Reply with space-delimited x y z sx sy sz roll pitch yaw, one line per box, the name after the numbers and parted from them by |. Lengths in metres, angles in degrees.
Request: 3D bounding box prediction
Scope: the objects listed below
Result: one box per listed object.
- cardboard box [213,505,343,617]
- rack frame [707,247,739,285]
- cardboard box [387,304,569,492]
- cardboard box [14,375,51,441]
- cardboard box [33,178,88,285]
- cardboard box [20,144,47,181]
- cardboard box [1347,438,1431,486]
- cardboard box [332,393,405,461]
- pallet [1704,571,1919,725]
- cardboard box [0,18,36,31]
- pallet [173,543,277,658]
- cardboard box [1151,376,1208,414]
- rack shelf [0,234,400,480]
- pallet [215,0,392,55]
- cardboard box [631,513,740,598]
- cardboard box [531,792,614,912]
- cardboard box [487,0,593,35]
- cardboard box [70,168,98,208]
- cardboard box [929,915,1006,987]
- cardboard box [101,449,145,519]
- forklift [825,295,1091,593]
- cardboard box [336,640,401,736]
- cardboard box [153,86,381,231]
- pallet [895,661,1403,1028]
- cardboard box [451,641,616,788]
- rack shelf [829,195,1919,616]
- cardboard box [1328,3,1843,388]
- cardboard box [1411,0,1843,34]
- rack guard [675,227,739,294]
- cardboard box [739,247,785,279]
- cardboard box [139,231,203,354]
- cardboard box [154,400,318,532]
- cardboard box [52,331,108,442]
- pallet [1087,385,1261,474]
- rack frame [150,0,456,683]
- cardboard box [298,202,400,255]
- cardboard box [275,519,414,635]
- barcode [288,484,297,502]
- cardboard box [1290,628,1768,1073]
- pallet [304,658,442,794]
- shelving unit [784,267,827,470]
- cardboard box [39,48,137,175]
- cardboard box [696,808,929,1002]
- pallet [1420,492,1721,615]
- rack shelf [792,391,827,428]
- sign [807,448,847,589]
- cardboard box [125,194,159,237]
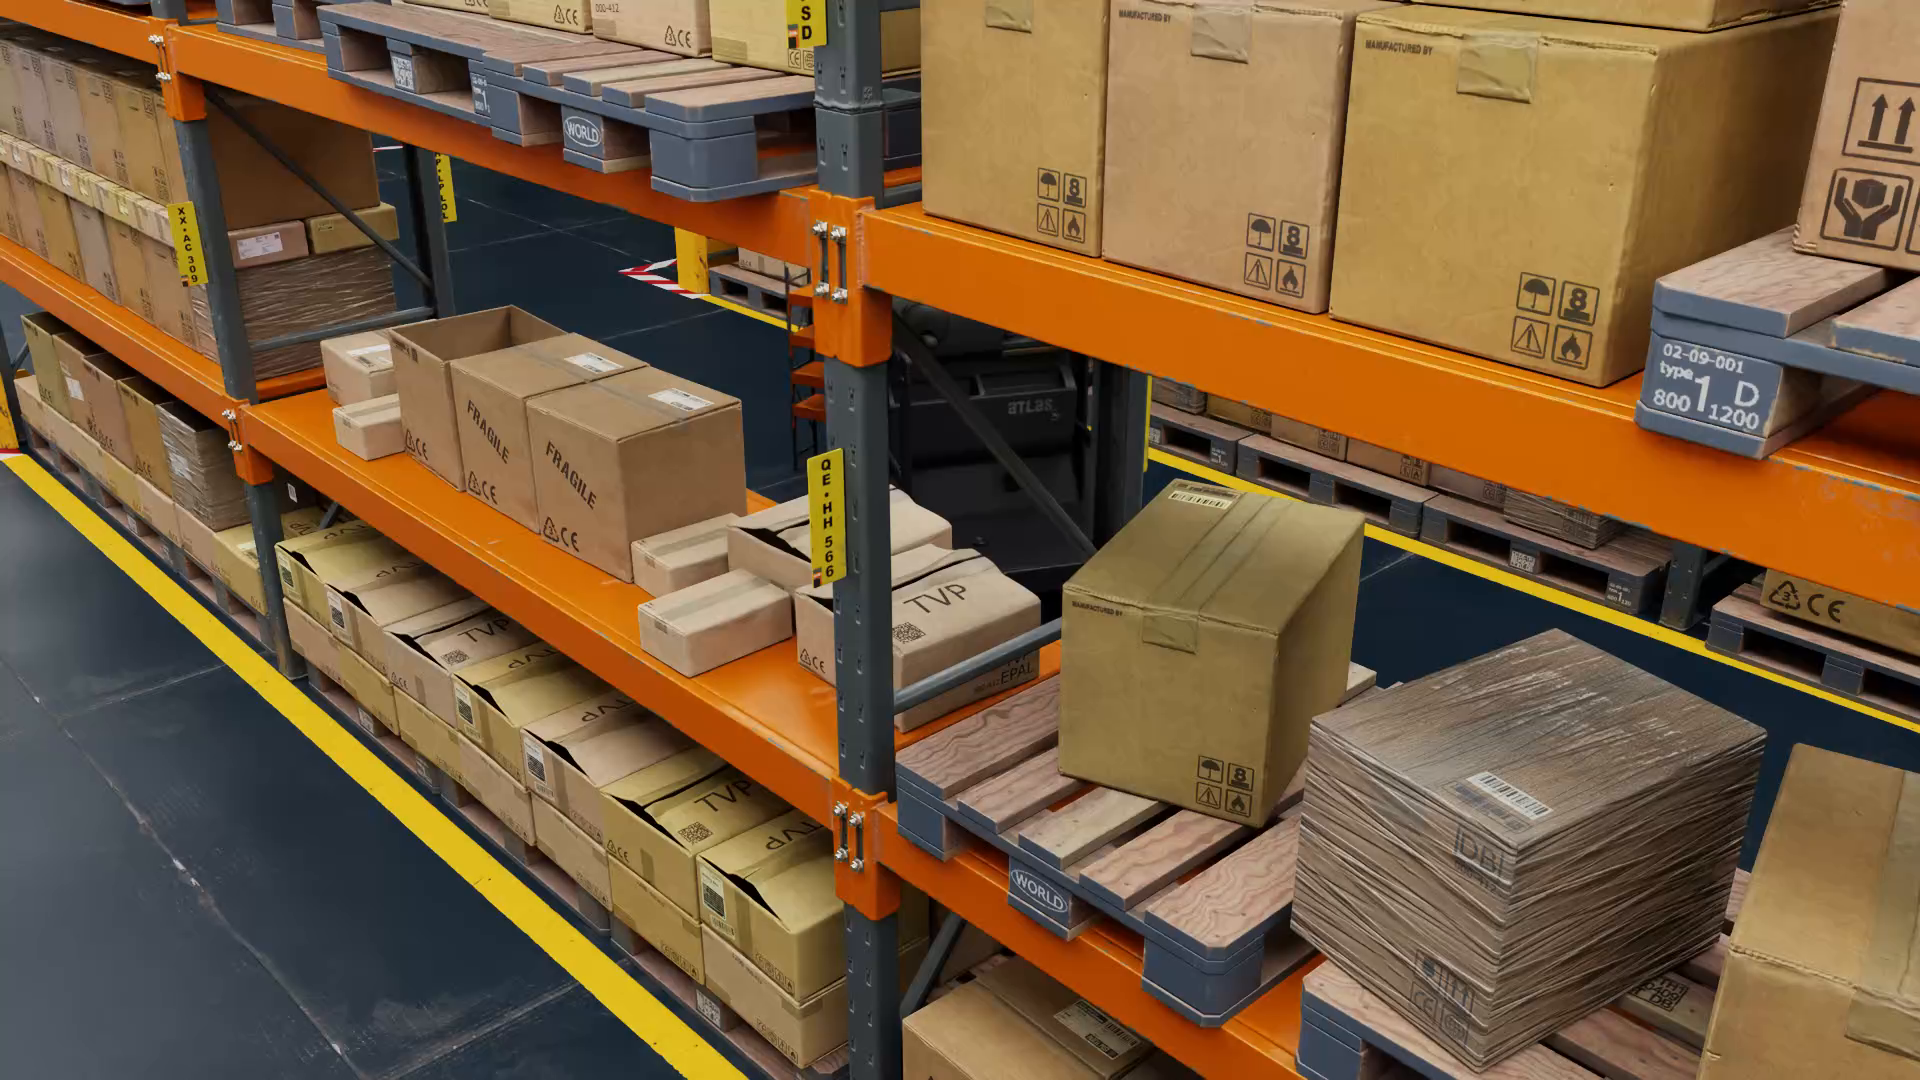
-3.114 0.090 7.747 0.500 0.250 0.500 -21 32 -38 | cardboard box
-1.758 -3.510 12.830 1.000 3.000 0.127 -21 32 -38 | rack frame
-1.765 -0.540 6.200 0.500 0.500 0.500 -19 30 -35 | cardboard box
-5.168 -0.818 9.736 0.500 0.250 0.500 -21 32 -38 | cardboard box
-4.364 -1.694 8.730 0.700 0.500 0.500 -21 32 -38 | cardboard box
-4.554 -1.952 8.513 0.250 0.149 0.380 23 33 40 | cardboard box
2.552 -0.684 9.117 0.700 0.500 0.500 -21 32 -39 | cardboard box
-2.181 -0.451 6.428 0.380 0.149 0.250 -21 32 -38 | cardboard box
4.193 0.442 7.526 1.003 0.211 1.213 -21 32 -38 | pallet
-5.026 -2.578 9.104 0.700 0.500 0.500 -21 32 -38 | cardboard box
-3.151 0.124 8.224 1.003 0.211 1.213 -21 32 -38 | pallet
1.491 -1.143 10.123 0.700 0.500 0.500 -20 31 -37 | cardboard box
-4.005 -1.171 8.569 1.077 0.370 4.000 -21 32 -38 | rack shelf
-2.025 -1.906 5.930 1.217 0.209 0.805 22 33 40 | pallet
-0.817 0.064 5.299 0.380 0.149 0.250 -18 30 -35 | cardboard box
-1.138 0.981 5.792 0.500 0.250 0.500 -20 31 -37 | cardboard box
-1.009 -1.619 4.746 0.500 0.250 0.500 -22 32 -39 | cardboard box
-4.030 -1.719 8.002 0.380 0.149 0.250 -20 31 -37 | cardboard box
-0.047 1.138 5.449 0.500 0.250 0.500 -21 32 -39 | cardboard box
-4.144 -0.363 8.739 0.500 0.250 0.500 -21 32 -38 | cardboard box
0.159 -1.059 7.540 1.130 2.935 3.031 -7 25 -15 | forklift
-2.195 0.516 6.812 0.500 0.250 0.500 -20 31 -37 | cardboard box
-2.946 -1.660 7.092 0.700 0.500 0.500 -21 32 -38 | cardboard box
0.611 0.593 4.068 1.213 0.211 1.003 -21 32 -38 | pallet
-1.485 0.574 6.009 0.500 0.311 0.500 -20 31 -37 | cardboard box
1.463 -0.111 2.633 1.077 0.370 4.000 -21 32 -38 | rack shelf
1.123 -0.656 2.838 0.910 0.500 0.500 -21 32 -38 | cardboard box
1.087 -1.102 2.613 0.500 0.500 0.500 -21 32 -38 | cardboard box
-1.706 -2.350 13.299 1.175 0.500 0.348 -21 32 -38 | rack guard
-1.351 -2.252 12.782 0.500 0.311 0.500 19 31 36 | cardboard box
-3.311 -1.228 7.707 0.700 0.500 0.500 -22 32 -39 | cardboard box
-3.448 -0.406 7.930 0.500 0.500 0.500 -21 32 -38 | cardboard box
-4.473 -0.861 8.926 0.500 0.500 0.500 -21 32 -38 | cardboard box
1.509 -0.794 10.236 1.003 0.211 1.213 -21 32 -38 | pallet
-2.638 -0.892 7.091 1.000 3.000 0.127 -21 32 -38 | rack frame
-2.680 -1.369 7.235 0.380 0.149 0.250 -21 32 -39 | cardboard box
-2.537 0.109 7.029 0.500 0.311 0.500 -21 32 -38 | cardboard box
-2.767 -0.196 6.891 0.001 0.075 0.075 -21 32 -38 | barcode
1.095 0.574 3.252 0.700 0.500 0.500 -15 28 -29 | cardboard box
-2.106 0.589 7.205 1.003 0.211 1.213 -21 32 -38 | pallet
-0.688 -0.948 9.382 0.503 1.200 0.258 12 27 25 | shelving unit
-3.975 -2.116 8.092 0.700 0.500 0.500 -21 32 -38 | cardboard box
-0.442 1.036 4.996 0.500 0.311 0.500 -20 31 -37 | cardboard box
3.177 -0.055 8.616 1.003 0.211 1.213 -21 32 -38 | pallet
-0.688 -0.706 9.492 0.480 0.148 0.258 12 27 25 | rack shelf
-0.307 -0.048 3.847 0.100 0.325 0.005 -21 32 -38 | sign
-3.509 -1.487 7.495 0.380 0.149 0.250 -21 32 -39 | cardboard box
